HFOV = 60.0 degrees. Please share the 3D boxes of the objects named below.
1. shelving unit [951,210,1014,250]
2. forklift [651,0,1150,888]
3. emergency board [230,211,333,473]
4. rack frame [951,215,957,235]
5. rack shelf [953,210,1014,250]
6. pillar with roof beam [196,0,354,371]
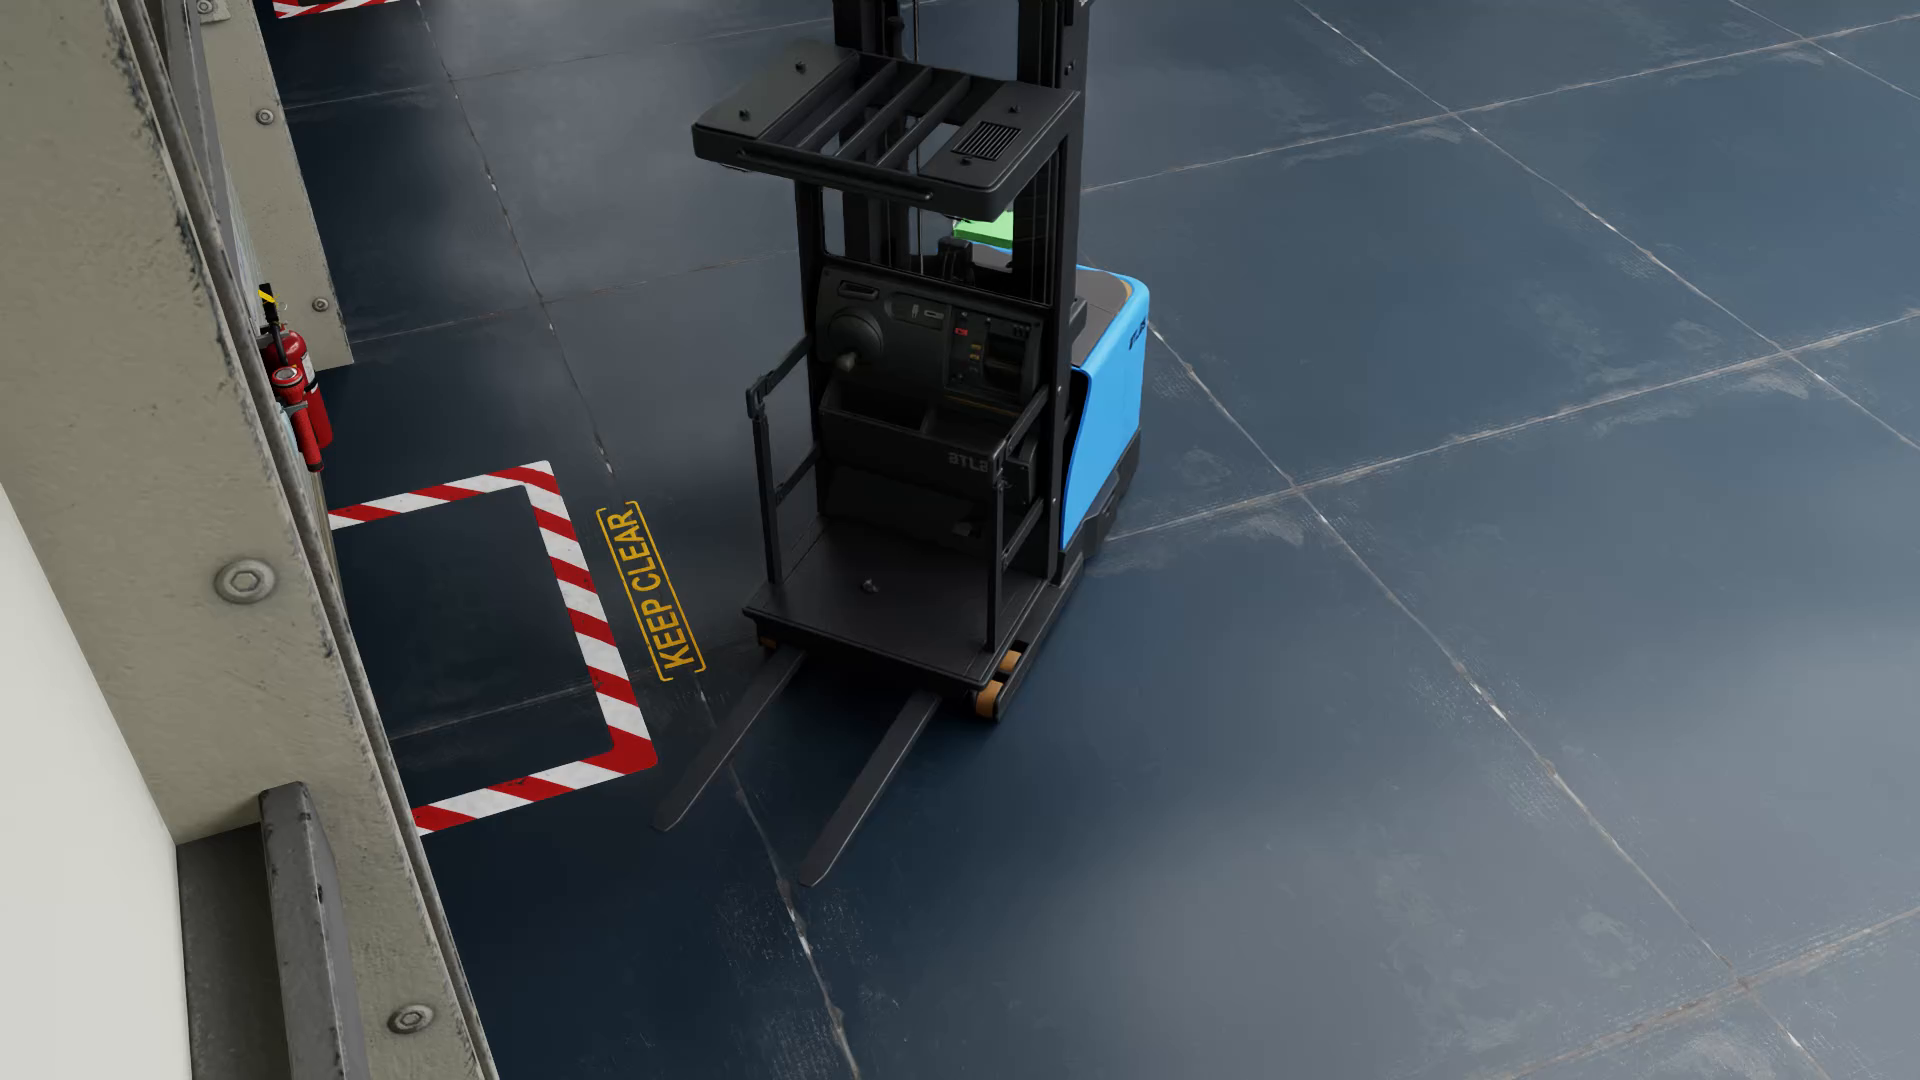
[{"bbox_3d":[0.238,-1.094,8.020,0.503,1.200,0.258,15,43,17],"label":"shelving unit"},{"bbox_3d":[-0.211,-0.699,6.234,1.130,2.935,3.031,16,43,18],"label":"forklift"},{"bbox_3d":[-2.498,-0.651,6.125,0.194,1.169,0.643,-15,43,-17],"label":"emergency board"},{"bbox_3d":[0.012,-1.154,8.091,0.015,1.200,0.240,15,43,17],"label":"rack frame"},{"bbox_3d":[0.238,-1.409,7.749,0.480,0.148,0.258,15,43,17],"label":"rack shelf"},{"bbox_3d":[0.569,-5.498,7.160,9.100,9.000,0.400,-15,43,-17],"label":"pillar with roof beam"}]
